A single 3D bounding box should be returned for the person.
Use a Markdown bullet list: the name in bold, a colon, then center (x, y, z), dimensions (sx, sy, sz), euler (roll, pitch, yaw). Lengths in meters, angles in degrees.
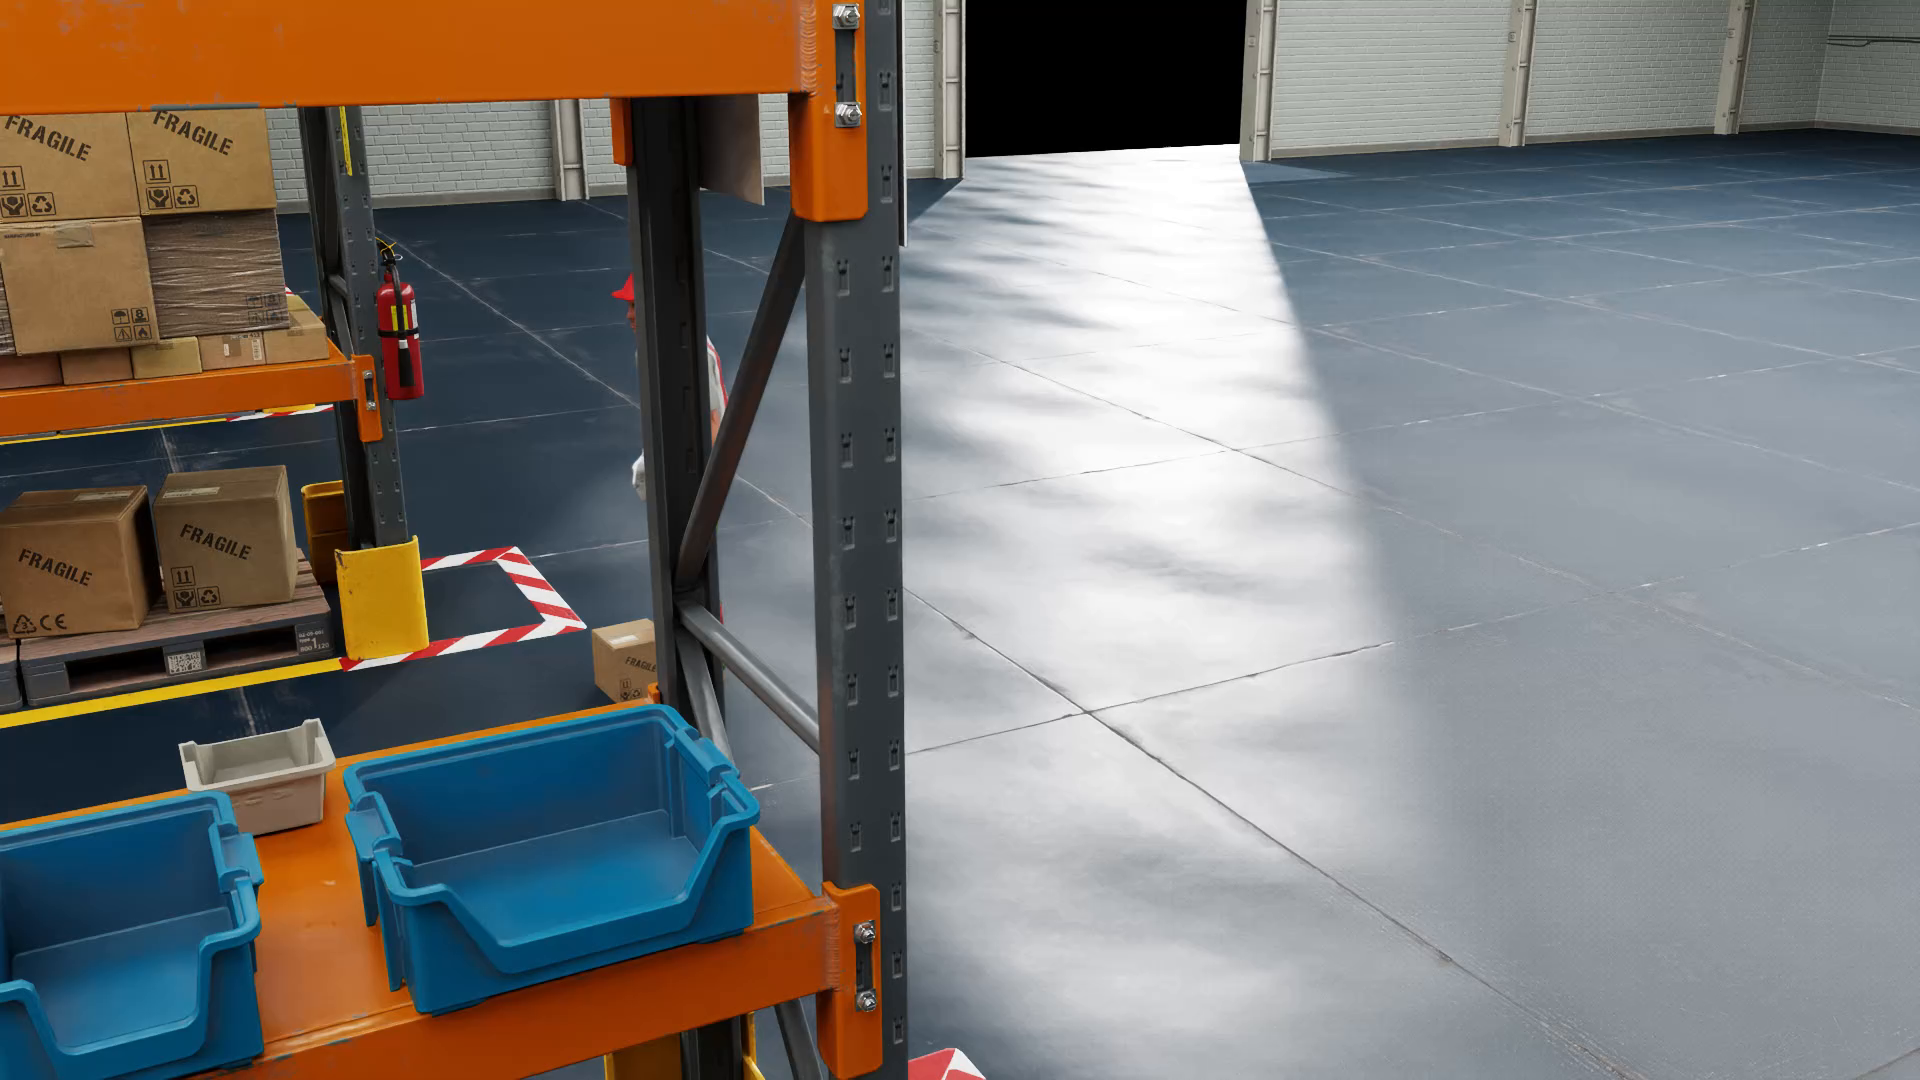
- **person**: center (-1.161, -0.250, 6.791), dimensions (0.449, 1.780, 0.623), euler (-10, 21, -29)
